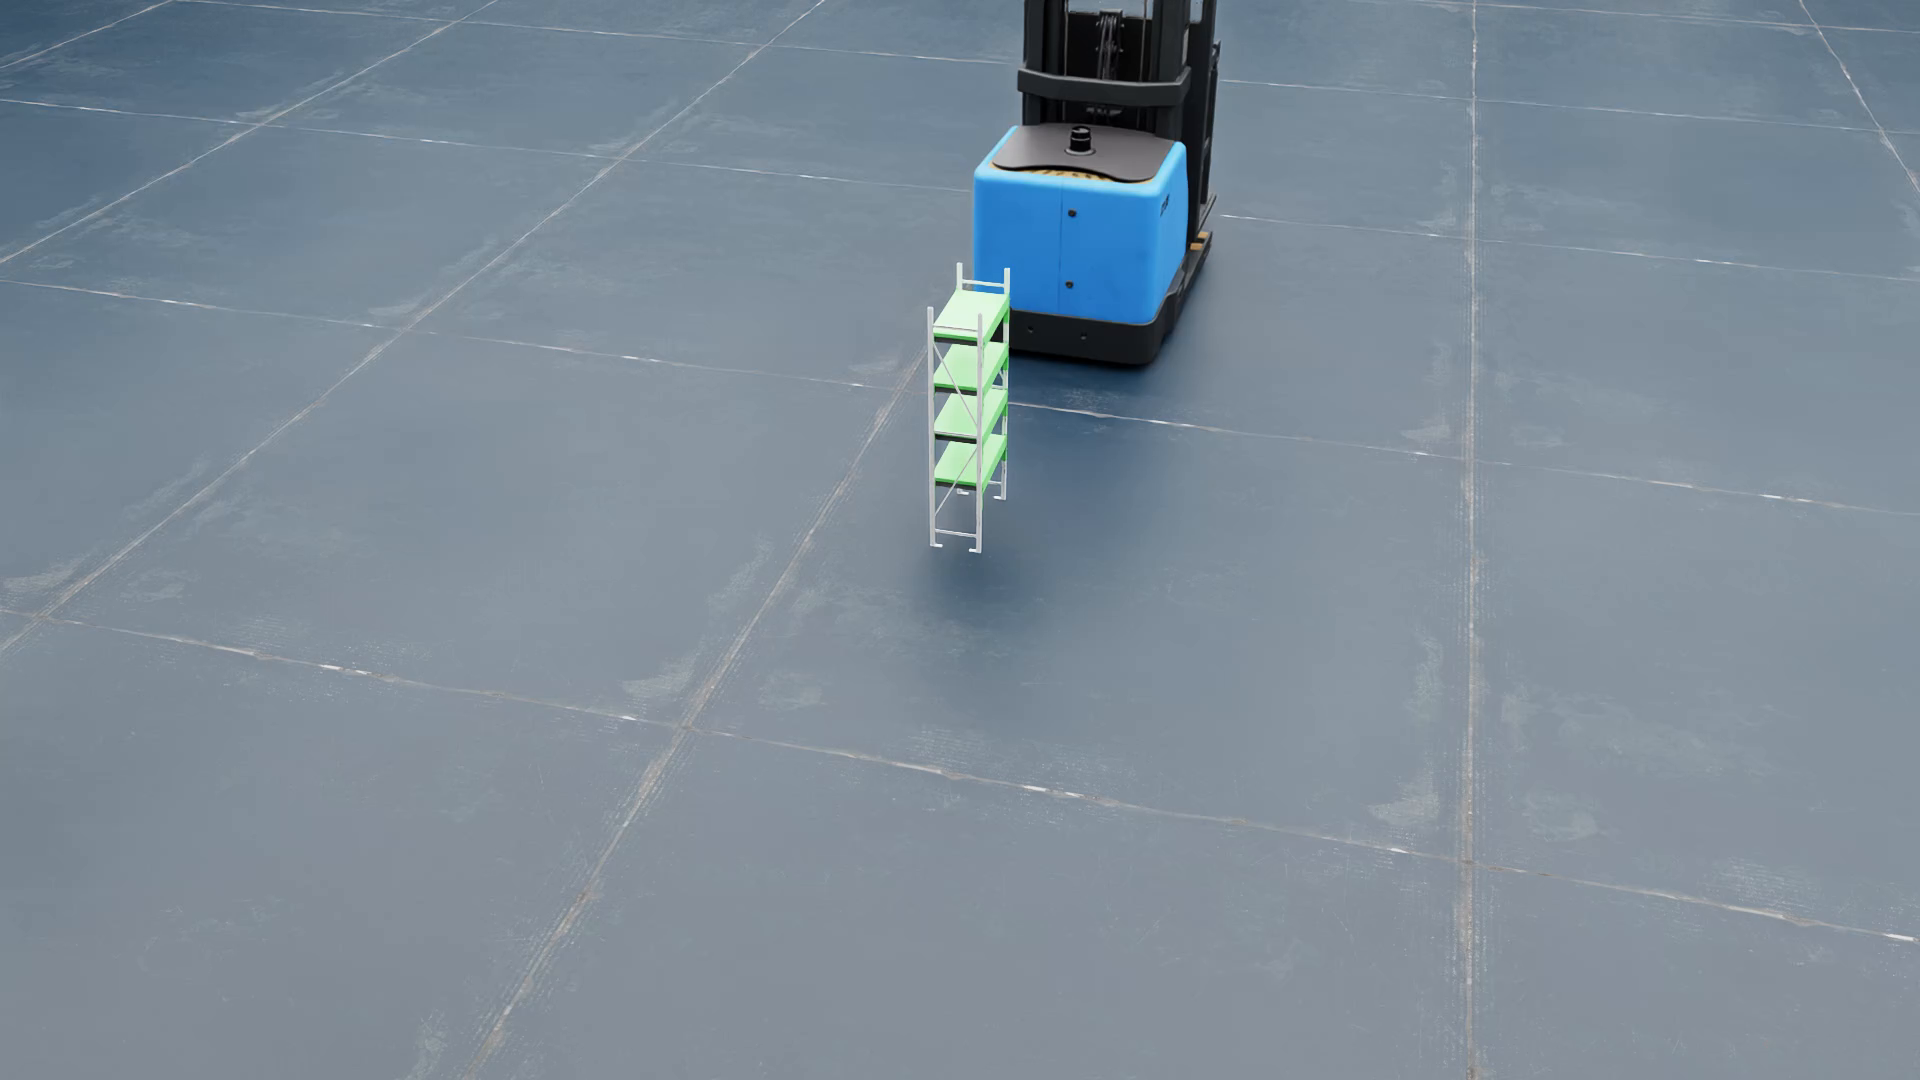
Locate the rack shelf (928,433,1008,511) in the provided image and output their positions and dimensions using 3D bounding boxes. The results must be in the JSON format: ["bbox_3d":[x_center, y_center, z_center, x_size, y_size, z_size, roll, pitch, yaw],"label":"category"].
[{"bbox_3d":[0.042,-0.336,7.726,0.258,0.148,0.480,8,33,12],"label":"rack shelf"}]

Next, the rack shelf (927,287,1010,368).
[{"bbox_3d":[0.042,-0.943,7.340,0.258,0.148,0.480,8,33,12],"label":"rack shelf"}]

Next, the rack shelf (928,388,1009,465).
[{"bbox_3d":[0.042,-0.538,7.597,0.258,0.148,0.480,8,33,12],"label":"rack shelf"}]

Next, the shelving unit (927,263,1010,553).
[{"bbox_3d":[0.042,-0.592,7.563,0.258,1.200,0.503,8,33,12],"label":"shelving unit"}]

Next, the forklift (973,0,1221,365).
[{"bbox_3d":[0.974,-2.983,9.710,1.130,2.935,3.031,9,34,14],"label":"forklift"}]

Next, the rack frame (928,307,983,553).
[{"bbox_3d":[-0.020,-0.466,7.364,0.240,1.200,0.015,8,33,12],"label":"rack frame"}]

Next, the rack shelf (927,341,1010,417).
[{"bbox_3d":[0.042,-0.741,7.469,0.258,0.148,0.480,8,33,12],"label":"rack shelf"}]

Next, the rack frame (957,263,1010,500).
[{"bbox_3d":[0.104,-0.719,7.762,0.240,1.200,0.015,8,33,12],"label":"rack frame"}]
